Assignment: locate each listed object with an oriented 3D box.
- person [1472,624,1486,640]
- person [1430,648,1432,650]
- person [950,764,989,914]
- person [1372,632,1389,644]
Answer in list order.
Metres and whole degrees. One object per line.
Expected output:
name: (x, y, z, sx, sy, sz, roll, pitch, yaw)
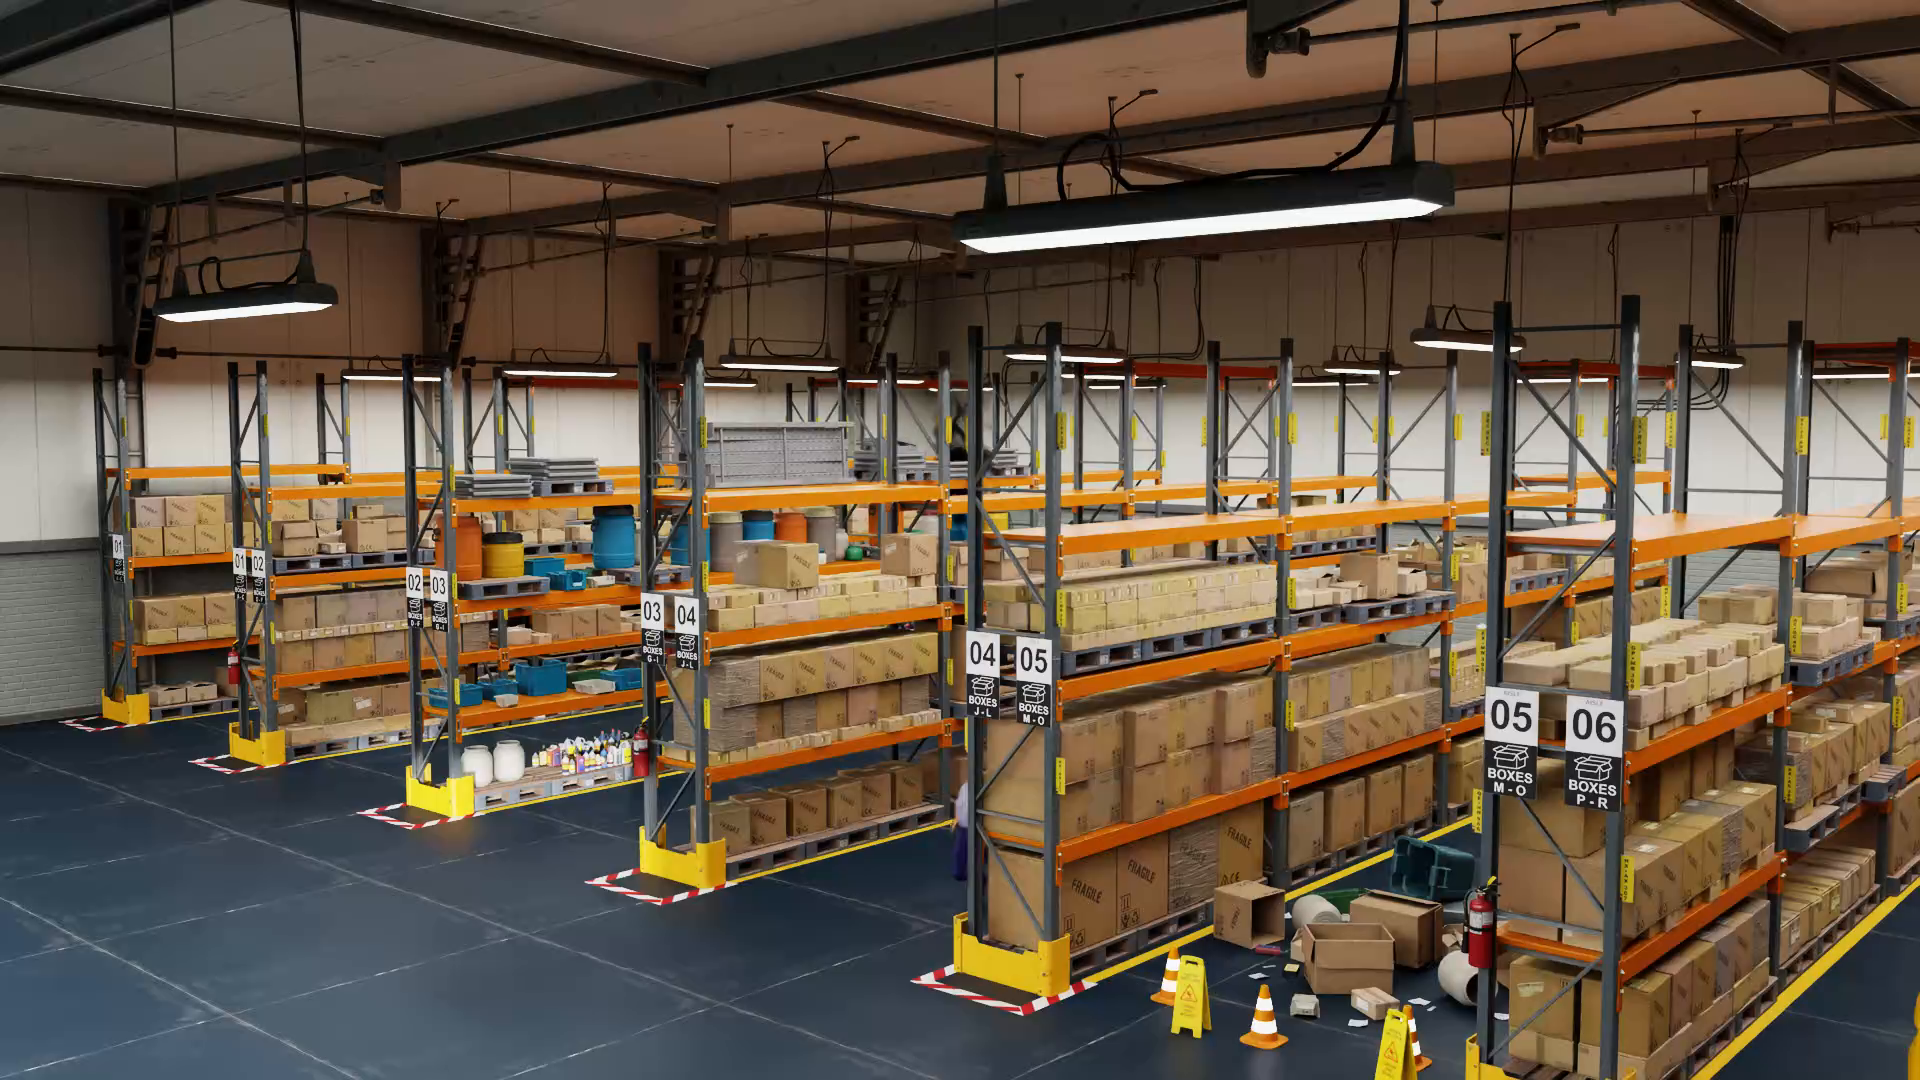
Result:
person: (8.557, 2.279, 27.166, 0.745, 1.845, 0.698, -4, 6, -43)
person: (7.151, 2.487, 25.343, 0.608, 1.719, 0.759, 4, 6, 44)
person: (0.188, 3.093, 17.323, 0.608, 1.596, 0.609, 3, 5, 36)
person: (6.881, 2.312, 27.389, 0.544, 1.753, 0.746, 3, 5, 33)
